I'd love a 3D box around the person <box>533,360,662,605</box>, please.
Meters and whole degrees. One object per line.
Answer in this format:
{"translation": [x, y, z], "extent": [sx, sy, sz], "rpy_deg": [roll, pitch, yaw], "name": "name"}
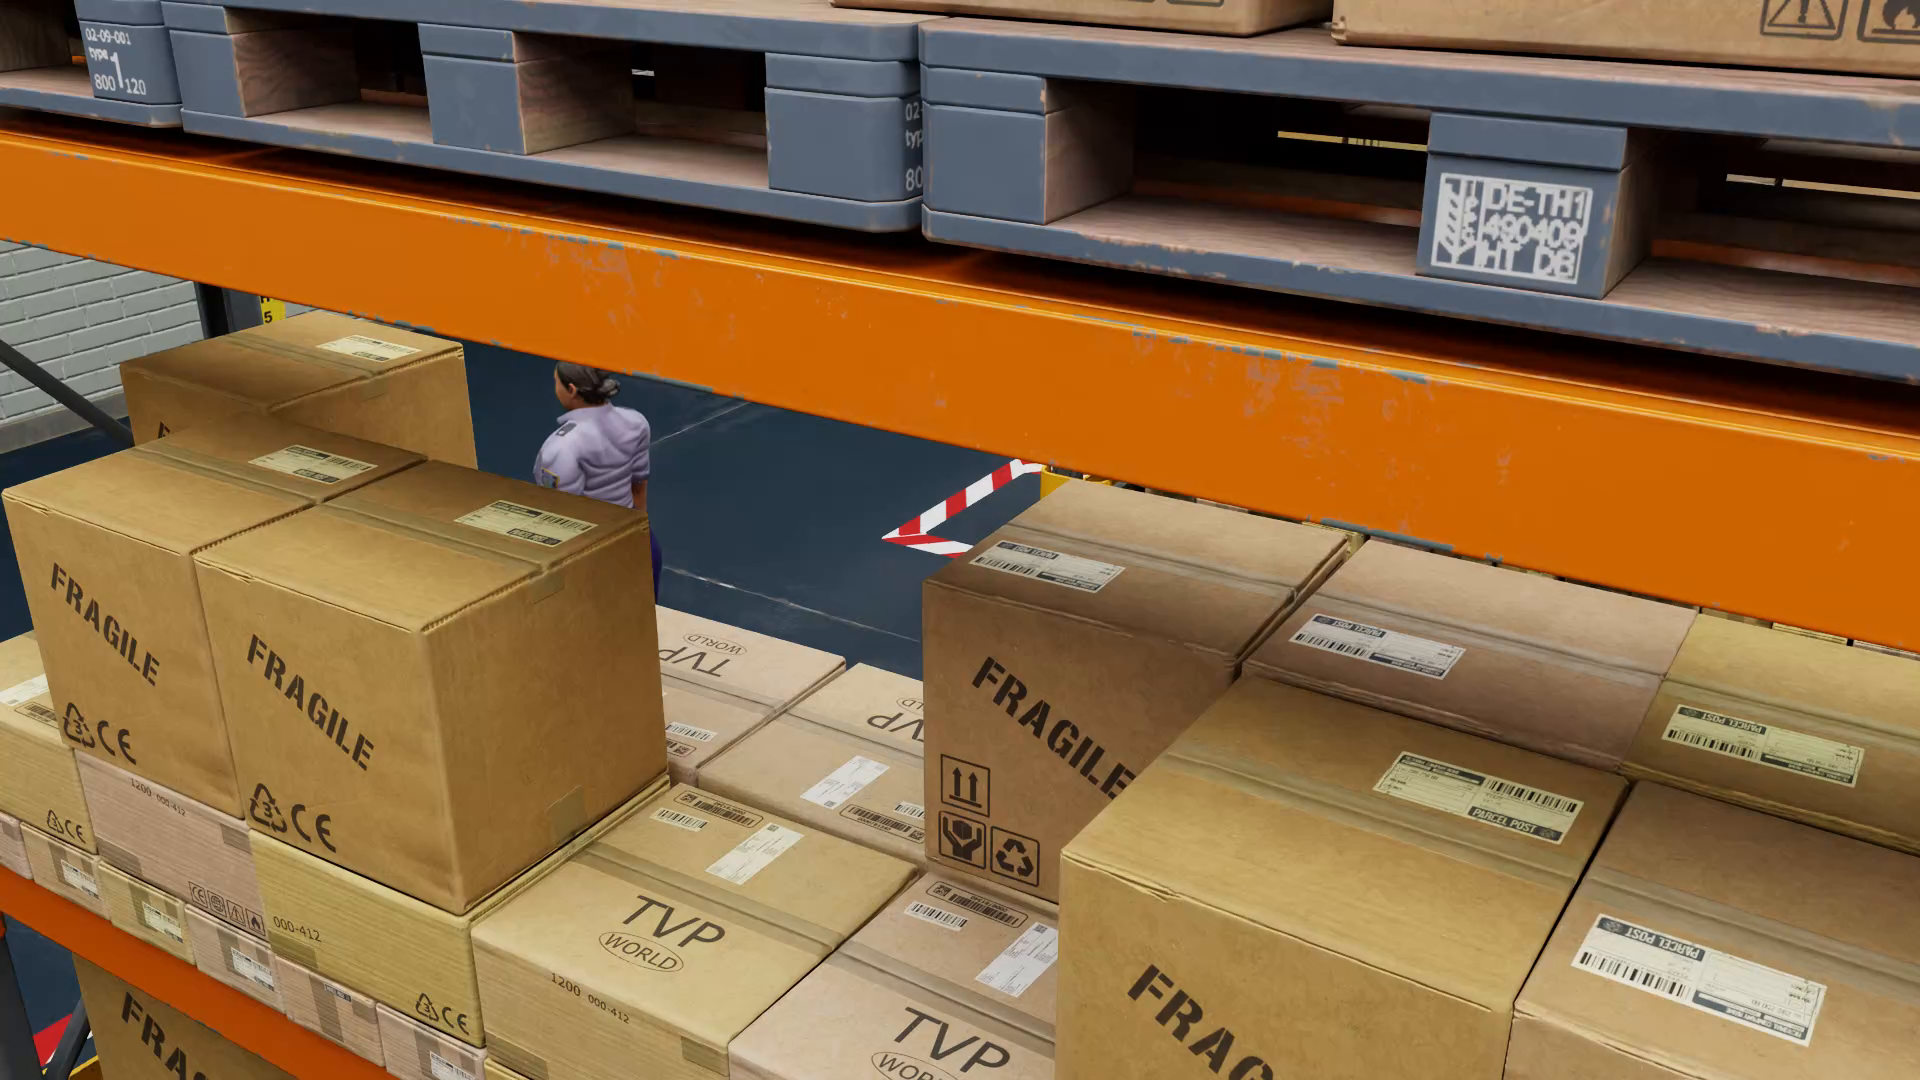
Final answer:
{"translation": [-1.289, 0.097, 5.902], "extent": [0.342, 1.647, 0.469], "rpy_deg": [15, 27, 30], "name": "person"}
